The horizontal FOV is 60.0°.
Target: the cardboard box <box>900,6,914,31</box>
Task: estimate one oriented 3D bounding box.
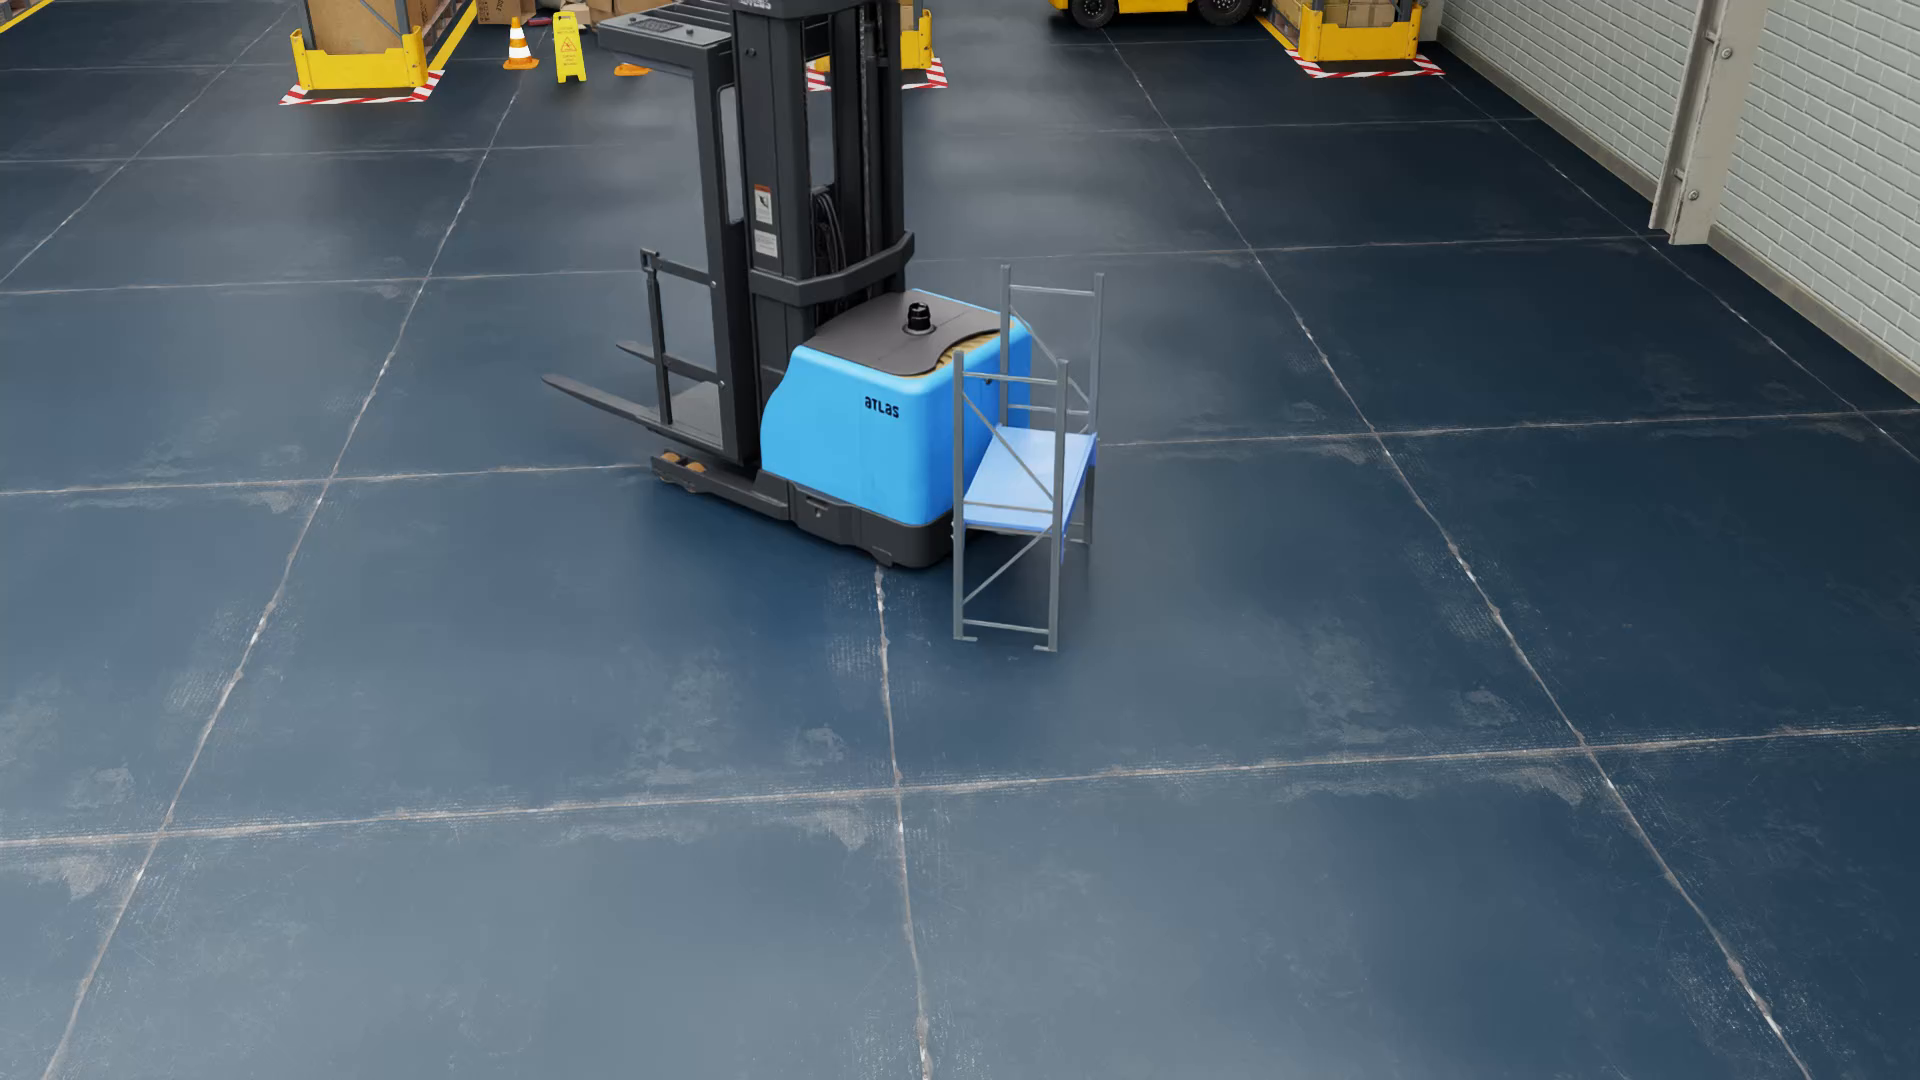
[{"bbox_3d":[-0.672,-5.457,17.233,0.500,0.250,0.500,-3,31,-5],"label":"cardboard box"}]

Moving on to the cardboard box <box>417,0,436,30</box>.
[{"bbox_3d":[-6.004,-5.804,17.204,0.875,0.875,0.875,-3,31,-5],"label":"cardboard box"}]

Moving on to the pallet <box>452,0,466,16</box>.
[{"bbox_3d":[-6.171,-6.196,18.918,1.003,0.211,1.213,-3,31,-5],"label":"pallet"}]

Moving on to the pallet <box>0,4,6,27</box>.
[{"bbox_3d":[-10.897,-5.437,17.646,1.003,0.211,1.213,-3,31,-5],"label":"pallet"}]

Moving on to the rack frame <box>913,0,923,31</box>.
[{"bbox_3d":[-0.872,-6.032,15.924,1.000,3.000,0.127,-3,31,-5],"label":"rack frame"}]

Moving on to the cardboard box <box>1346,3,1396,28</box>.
[{"bbox_3d":[4.219,-5.532,17.358,0.500,0.250,0.500,-3,31,-4],"label":"cardboard box"}]

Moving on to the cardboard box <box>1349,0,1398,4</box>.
[{"bbox_3d":[4.233,-5.736,17.213,0.500,0.250,0.500,-2,31,-4],"label":"cardboard box"}]

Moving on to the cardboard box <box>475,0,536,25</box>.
[{"bbox_3d":[-4.998,-5.970,18.255,0.500,0.500,0.500,2,31,4],"label":"cardboard box"}]

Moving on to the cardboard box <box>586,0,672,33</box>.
[{"bbox_3d":[-3.556,-5.736,17.862,0.637,0.503,0.797,27,40,37],"label":"cardboard box"}]

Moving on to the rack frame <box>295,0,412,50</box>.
[{"bbox_3d":[-5.791,-5.743,15.440,1.000,3.000,0.127,-3,31,-5],"label":"rack frame"}]

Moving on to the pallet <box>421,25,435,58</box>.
[{"bbox_3d":[-5.943,-4.951,16.832,1.003,0.211,1.213,-3,31,-5],"label":"pallet"}]

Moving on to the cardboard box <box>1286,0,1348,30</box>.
[{"bbox_3d":[3.711,-5.496,17.299,0.500,0.250,0.500,-3,31,-4],"label":"cardboard box"}]

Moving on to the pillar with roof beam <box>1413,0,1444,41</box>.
[{"bbox_3d":[0.616,-9.040,15.109,9.100,9.000,0.400,-3,31,-5],"label":"pillar with roof beam"}]

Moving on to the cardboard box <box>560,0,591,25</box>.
[{"bbox_3d":[-4.170,-5.822,18.239,0.396,0.266,0.258,2,31,4],"label":"cardboard box"}]

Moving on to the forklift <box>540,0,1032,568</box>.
[{"bbox_3d":[-1.100,-1.714,8.762,3.031,2.935,1.130,21,37,31],"label":"forklift"}]

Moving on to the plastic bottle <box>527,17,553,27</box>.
[{"bbox_3d":[-4.579,-5.673,18.188,0.283,0.061,0.133,-14,33,-22],"label":"plastic bottle"}]

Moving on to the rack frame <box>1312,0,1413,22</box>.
[{"bbox_3d":[4.070,-6.272,16.325,1.000,3.000,0.127,-3,31,-5],"label":"rack frame"}]

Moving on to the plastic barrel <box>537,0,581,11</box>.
[{"bbox_3d":[-4.531,-6.174,18.673,0.512,0.421,0.421,20,36,29],"label":"plastic barrel"}]

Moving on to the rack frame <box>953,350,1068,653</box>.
[{"bbox_3d":[0.217,-0.145,7.530,0.500,1.500,0.032,7,32,11],"label":"rack frame"}]

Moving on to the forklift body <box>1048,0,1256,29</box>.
[{"bbox_3d":[2.076,-6.788,18.017,2.313,2.155,1.214,-3,31,-5],"label":"forklift body"}]

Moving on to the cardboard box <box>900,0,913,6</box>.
[{"bbox_3d":[-0.675,-5.791,17.061,0.500,0.500,0.500,-4,31,-6],"label":"cardboard box"}]

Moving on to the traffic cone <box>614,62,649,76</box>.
[{"bbox_3d":[-3.270,-4.874,16.458,0.336,0.463,0.334,-3,31,-5],"label":"traffic cone"}]

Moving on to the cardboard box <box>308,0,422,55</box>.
[{"bbox_3d":[-5.920,-5.354,16.452,0.875,0.875,0.875,-3,31,-4],"label":"cardboard box"}]

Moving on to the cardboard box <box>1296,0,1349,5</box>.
[{"bbox_3d":[3.713,-5.720,17.185,0.500,0.250,0.500,-3,31,-5],"label":"cardboard box"}]

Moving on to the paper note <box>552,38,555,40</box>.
[{"bbox_3d":[-4.243,-5.329,17.643,0.144,0.017,0.142,8,32,13],"label":"paper note"}]

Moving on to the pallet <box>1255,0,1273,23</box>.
[{"bbox_3d":[3.846,-6.085,18.731,1.003,0.211,1.213,-3,31,-5],"label":"pallet"}]

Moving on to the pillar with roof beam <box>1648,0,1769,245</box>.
[{"bbox_3d":[1.177,-5.976,9.980,9.100,9.000,0.400,-3,31,-5],"label":"pillar with roof beam"}]

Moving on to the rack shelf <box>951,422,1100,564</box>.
[{"bbox_3d":[0.331,-0.245,8.048,0.538,0.185,1.000,7,32,11],"label":"rack shelf"}]

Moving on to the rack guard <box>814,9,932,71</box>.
[{"bbox_3d":[-0.879,-4.998,16.629,1.175,0.500,0.348,-3,31,-5],"label":"rack guard"}]

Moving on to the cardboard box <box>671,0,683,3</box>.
[{"bbox_3d":[-3.306,-6.382,19.175,0.396,0.266,0.258,27,40,37],"label":"cardboard box"}]

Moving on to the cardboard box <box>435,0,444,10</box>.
[{"bbox_3d":[-6.087,-6.269,17.983,0.875,0.875,0.875,-3,31,-4],"label":"cardboard box"}]

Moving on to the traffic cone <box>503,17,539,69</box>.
[{"bbox_3d":[-4.426,-4.993,16.658,0.336,0.463,0.334,-3,31,-5],"label":"traffic cone"}]

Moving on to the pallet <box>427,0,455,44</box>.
[{"bbox_3d":[-6.054,-5.572,17.873,1.003,0.211,1.213,-3,31,-5],"label":"pallet"}]

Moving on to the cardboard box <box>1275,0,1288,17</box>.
[{"bbox_3d":[3.674,-5.751,17.724,0.500,0.250,0.500,-3,31,-5],"label":"cardboard box"}]

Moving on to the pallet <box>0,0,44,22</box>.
[{"bbox_3d":[-11.014,-6.061,18.691,1.003,0.211,1.213,-3,31,-5],"label":"pallet"}]

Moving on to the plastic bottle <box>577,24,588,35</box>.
[{"bbox_3d":[-4.109,-5.507,17.911,0.133,0.061,0.283,-14,33,-22],"label":"plastic bottle"}]

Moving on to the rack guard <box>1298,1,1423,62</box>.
[{"bbox_3d":[4.072,-5.186,16.945,1.175,0.500,0.348,-3,31,-5],"label":"rack guard"}]

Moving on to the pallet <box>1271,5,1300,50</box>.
[{"bbox_3d":[3.957,-5.463,17.690,1.003,0.211,1.213,-3,31,-5],"label":"pallet"}]

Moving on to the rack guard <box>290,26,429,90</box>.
[{"bbox_3d":[-5.788,-4.658,16.061,1.175,0.500,0.348,-3,31,-5],"label":"rack guard"}]

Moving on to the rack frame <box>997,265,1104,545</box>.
[{"bbox_3d":[0.444,-0.653,8.381,0.500,1.500,0.032,7,32,11],"label":"rack frame"}]

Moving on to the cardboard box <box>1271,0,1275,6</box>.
[{"bbox_3d":[3.637,-6.007,18.153,0.500,0.250,0.500,-2,31,-4],"label":"cardboard box"}]

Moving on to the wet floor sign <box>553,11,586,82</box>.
[{"bbox_3d":[-3.817,-4.813,16.178,0.267,0.644,0.232,-8,32,-13],"label":"wet floor sign"}]

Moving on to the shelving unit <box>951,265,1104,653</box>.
[{"bbox_3d":[0.331,-0.399,7.956,0.538,1.500,1.048,7,32,11],"label":"shelving unit"}]
